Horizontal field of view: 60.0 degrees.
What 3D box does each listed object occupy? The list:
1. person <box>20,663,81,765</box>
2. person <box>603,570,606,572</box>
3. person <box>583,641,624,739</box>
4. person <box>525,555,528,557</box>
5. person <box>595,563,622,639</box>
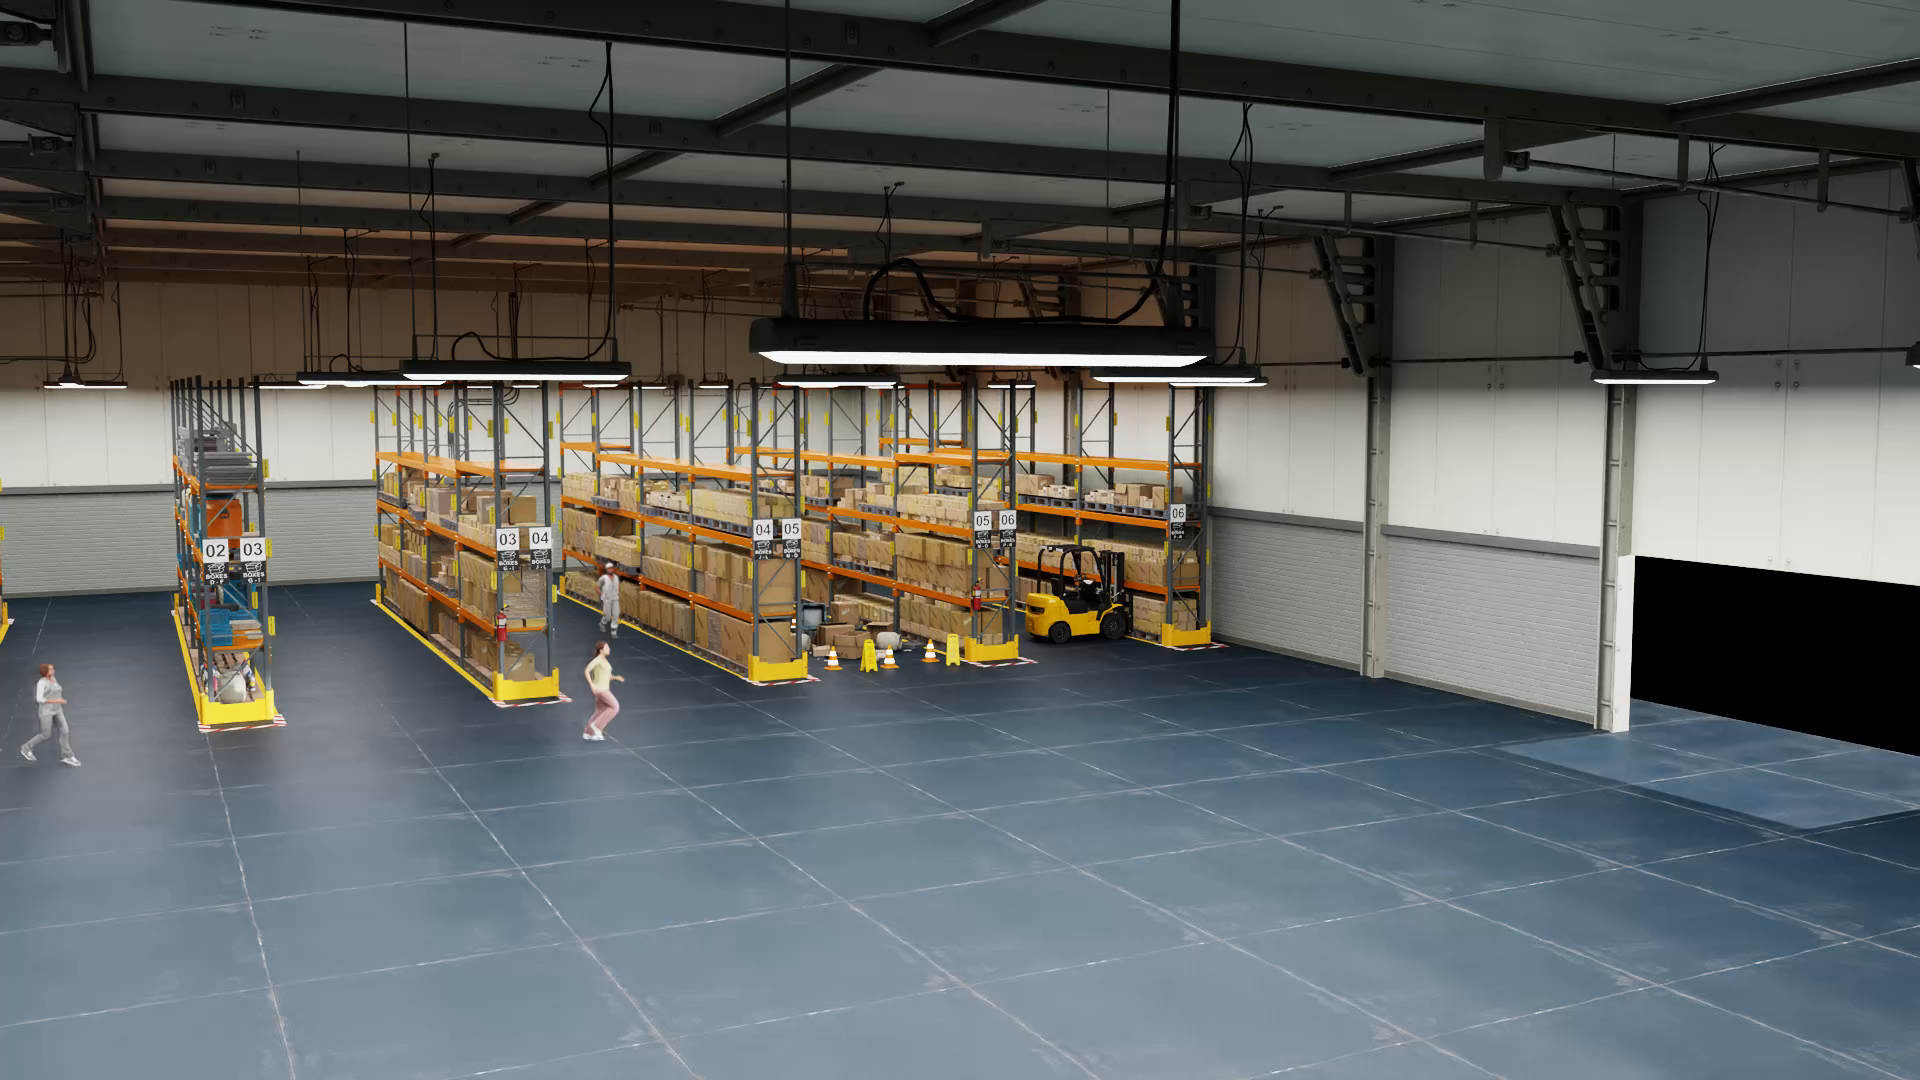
[{"bbox_3d":[-13.931,2.676,25.431,0.894,1.576,0.552,0,5,3],"label":"person"},{"bbox_3d":[-10.568,0.629,49.036,0.654,1.500,0.676,1,5,8],"label":"person"},{"bbox_3d":[-5.860,2.468,27.292,0.688,1.626,0.551,0,5,-2],"label":"person"},{"bbox_3d":[-12.205,0.763,46.141,0.776,1.744,0.651,0,5,0],"label":"person"},{"bbox_3d":[-8.111,1.405,38.553,0.667,1.763,0.860,-4,6,-36],"label":"person"}]
